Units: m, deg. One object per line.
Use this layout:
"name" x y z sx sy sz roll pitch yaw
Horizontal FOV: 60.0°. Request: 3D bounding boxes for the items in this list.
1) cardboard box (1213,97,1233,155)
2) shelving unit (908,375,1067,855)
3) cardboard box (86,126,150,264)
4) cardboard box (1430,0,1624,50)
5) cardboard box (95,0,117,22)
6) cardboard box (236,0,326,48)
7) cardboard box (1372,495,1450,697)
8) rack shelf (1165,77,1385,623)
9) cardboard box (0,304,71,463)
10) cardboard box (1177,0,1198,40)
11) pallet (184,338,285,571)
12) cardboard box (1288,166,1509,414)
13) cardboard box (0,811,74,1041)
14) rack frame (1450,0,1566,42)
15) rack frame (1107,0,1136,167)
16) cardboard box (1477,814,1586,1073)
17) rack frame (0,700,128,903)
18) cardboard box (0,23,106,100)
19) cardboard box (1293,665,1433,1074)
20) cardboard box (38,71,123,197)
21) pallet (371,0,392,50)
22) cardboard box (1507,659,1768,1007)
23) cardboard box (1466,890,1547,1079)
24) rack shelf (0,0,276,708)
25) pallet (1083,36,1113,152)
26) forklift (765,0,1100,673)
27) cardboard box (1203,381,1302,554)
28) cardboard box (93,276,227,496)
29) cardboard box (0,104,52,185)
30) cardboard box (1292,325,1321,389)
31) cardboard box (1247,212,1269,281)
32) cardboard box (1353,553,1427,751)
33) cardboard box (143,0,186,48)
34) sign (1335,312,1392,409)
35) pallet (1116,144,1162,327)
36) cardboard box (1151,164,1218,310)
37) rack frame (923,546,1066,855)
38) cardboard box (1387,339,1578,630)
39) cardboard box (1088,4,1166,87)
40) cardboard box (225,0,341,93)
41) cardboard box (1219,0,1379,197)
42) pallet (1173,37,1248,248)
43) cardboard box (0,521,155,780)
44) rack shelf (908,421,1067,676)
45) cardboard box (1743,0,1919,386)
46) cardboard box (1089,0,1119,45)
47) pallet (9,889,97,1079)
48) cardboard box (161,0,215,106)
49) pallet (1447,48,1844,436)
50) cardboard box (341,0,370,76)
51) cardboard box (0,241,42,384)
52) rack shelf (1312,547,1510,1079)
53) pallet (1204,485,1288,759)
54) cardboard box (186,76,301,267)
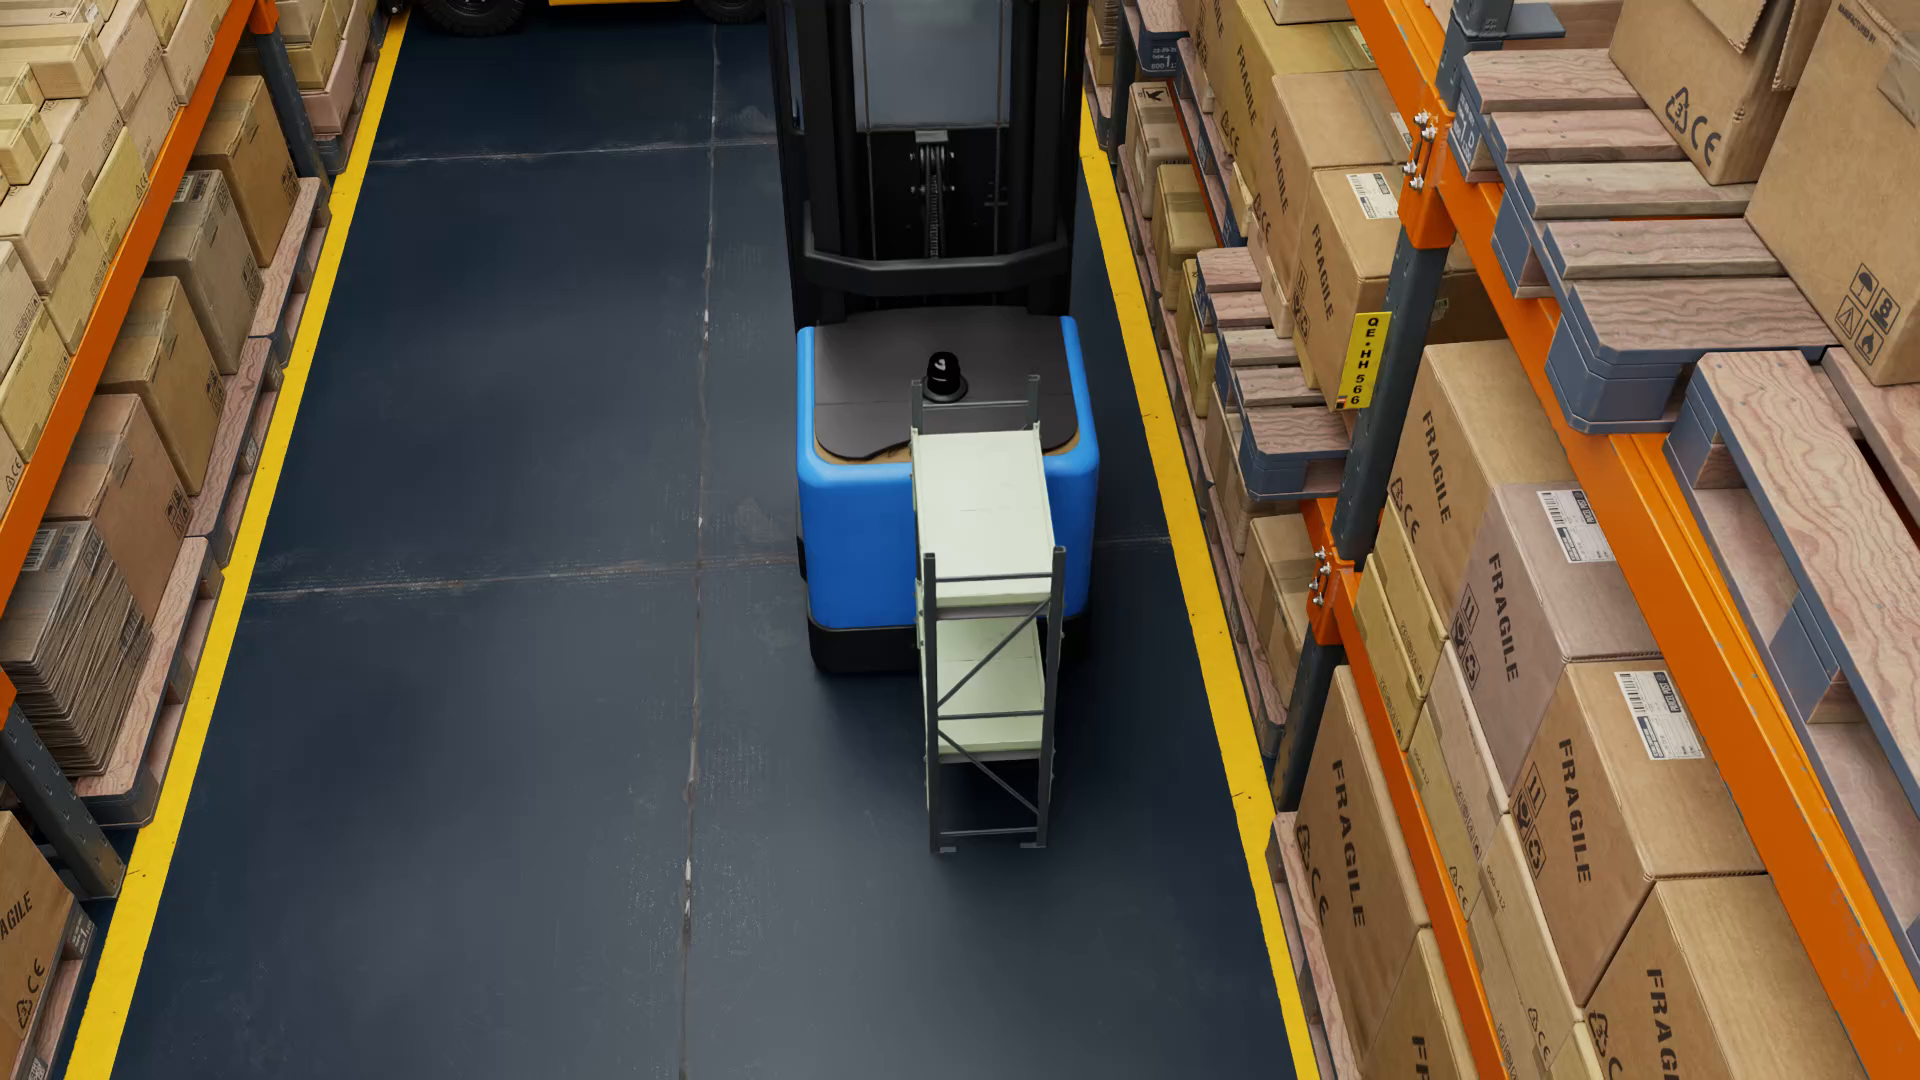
"cardboard box" 1.135 -1.536 6.023 0.380 0.149 0.250 -5 47 -5
"shelving unit" 0.073 0.285 5.447 0.431 1.500 0.755 -3 47 -3
"cardboard box" -3.263 -1.231 5.953 0.500 0.250 0.500 -2 47 -2
"cardboard box" 1.370 -1.299 4.022 0.380 0.149 0.250 -3 47 -3
"cardboard box" -3.304 -2.011 6.073 0.380 0.149 0.250 -4 47 -4
"cardboard box" -3.403 -2.641 8.101 0.500 0.250 0.500 -4 47 -4
"cardboard box" 1.402 0.122 4.327 0.500 0.250 0.500 -4 47 -4
"rack shelf" 1.438 -1.339 6.448 1.077 0.370 4.000 -3 47 -3
"cardboard box" -3.171 -0.483 5.245 0.500 0.250 0.500 -4 47 -4
"cardboard box" 1.094 -2.237 6.239 0.500 0.500 0.500 -4 47 -4
"pallet" -3.469 -0.355 6.940 1.003 0.211 1.213 -3 47 -3
"cardboard box" 1.291 -0.732 4.815 0.500 0.500 0.500 -5 47 -4
"cardboard box" -3.091 1.173 5.005 0.500 0.500 0.500 -2 47 -2
"rack frame" 1.606 -2.202 2.638 1.000 3.000 0.127 -3 47 -3
"rack frame" 1.271 -3.033 7.557 1.000 3.000 0.127 -3 47 -3
"cardboard box" 1.473 0.857 3.631 0.500 0.250 0.500 -4 47 -3
"rack frame" -3.340 0.165 4.528 1.000 3.000 0.127 -3 47 -3
"cardboard box" -3.189 -1.643 5.724 0.380 0.149 0.250 -5 47 -4
"cardboard box" 1.581 0.952 4.957 0.875 0.875 0.875 -4 47 -4
"cardboard box" -3.269 -1.401 5.770 0.500 0.250 0.500 -3 47 -3
"pallet" -3.805 -3.233 9.666 1.003 0.211 1.213 -3 47 -3
"cardboard box" 1.482 0.588 3.370 0.500 0.500 0.500 -2 47 -2
"cardboard box" 1.495 1.032 3.810 0.500 0.250 0.500 -2 47 -2
"rack shelf" -3.508 -1.034 6.159 1.077 0.370 4.000 -3 47 -3
"pallet" 1.179 -2.558 9.027 1.003 0.211 1.213 -3 47 -3
"forklift" -0.129 -1.582 6.229 1.130 2.935 3.031 -3 47 -3
"cardboard box" 1.498 -0.323 6.510 0.950 0.372 0.625 -4 47 -4
"cardboard box" -3.498 -0.574 6.574 0.875 0.625 0.625 -5 47 -5
"cardboard box" -3.192 -1.274 5.375 0.380 0.149 0.250 -3 47 -2
"cardboard box" 1.249 -0.610 5.145 0.380 0.149 0.250 -3 47 -3
"cardboard box" 1.170 -0.972 5.488 0.380 0.149 0.250 -5 47 -5
"cardboard box" 1.396 0.282 4.521 0.500 0.250 0.500 -4 47 -4
"cardboard box" -3.329 -2.138 6.468 0.500 0.250 0.500 -5 47 -4
"sign" 1.066 -0.470 4.387 0.100 0.325 0.005 -3 47 -3
"pallet" 1.337 -1.511 8.036 1.003 0.211 1.213 -3 47 -3
"cardboard box" 1.381 -1.375 7.507 0.950 0.372 0.625 -1 47 -1
"rack frame" 0.097 0.550 5.196 0.400 1.500 0.023 -3 47 -3
"cardboard box" 1.403 -0.146 4.065 0.500 0.500 0.500 -5 47 -5
"cardboard box" 0.953 -2.644 8.792 0.500 0.250 0.500 -2 47 -1
"cardboard box" -3.408 -2.468 8.282 0.500 0.250 0.500 -4 47 -3
"cardboard box" 1.193 -1.471 5.514 0.500 0.500 0.500 -6 47 -6
"pallet" 1.399 -1.503 6.240 1.003 0.211 1.213 -3 47 -3
"cardboard box" -3.379 0.385 5.665 0.875 0.625 0.625 -2 47 -2
"rack shelf" 0.073 0.017 5.163 0.431 0.370 0.720 -3 47 -3
"cardboard box" 1.878 -0.645 2.871 0.700 0.500 0.500 -6 47 -5
"cardboard box" 0.954 -2.902 8.520 0.500 0.500 0.500 -4 47 -4
"pallet" -3.316 1.667 5.026 1.003 0.211 1.213 -3 47 -3
"cardboard box" -3.325 -1.965 6.648 0.500 0.250 0.500 -4 47 -4
"pallet" 1.712 -0.643 3.357 1.213 0.211 1.003 -2 47 -1
"cardboard box" -3.444 -2.664 8.812 0.500 0.250 0.500 -4 47 -4
"cardboard box" -3.175 -0.653 5.062 0.500 0.250 0.500 -2 47 -2
"rack shelf" 1.773 1.555 3.707 1.077 0.370 4.000 -3 47 -3
"pallet" 1.542 0.254 6.364 1.003 0.211 1.213 -3 47 -3
"cardboard box" -3.620 -1.680 7.621 0.875 0.625 0.625 -2 47 -2
